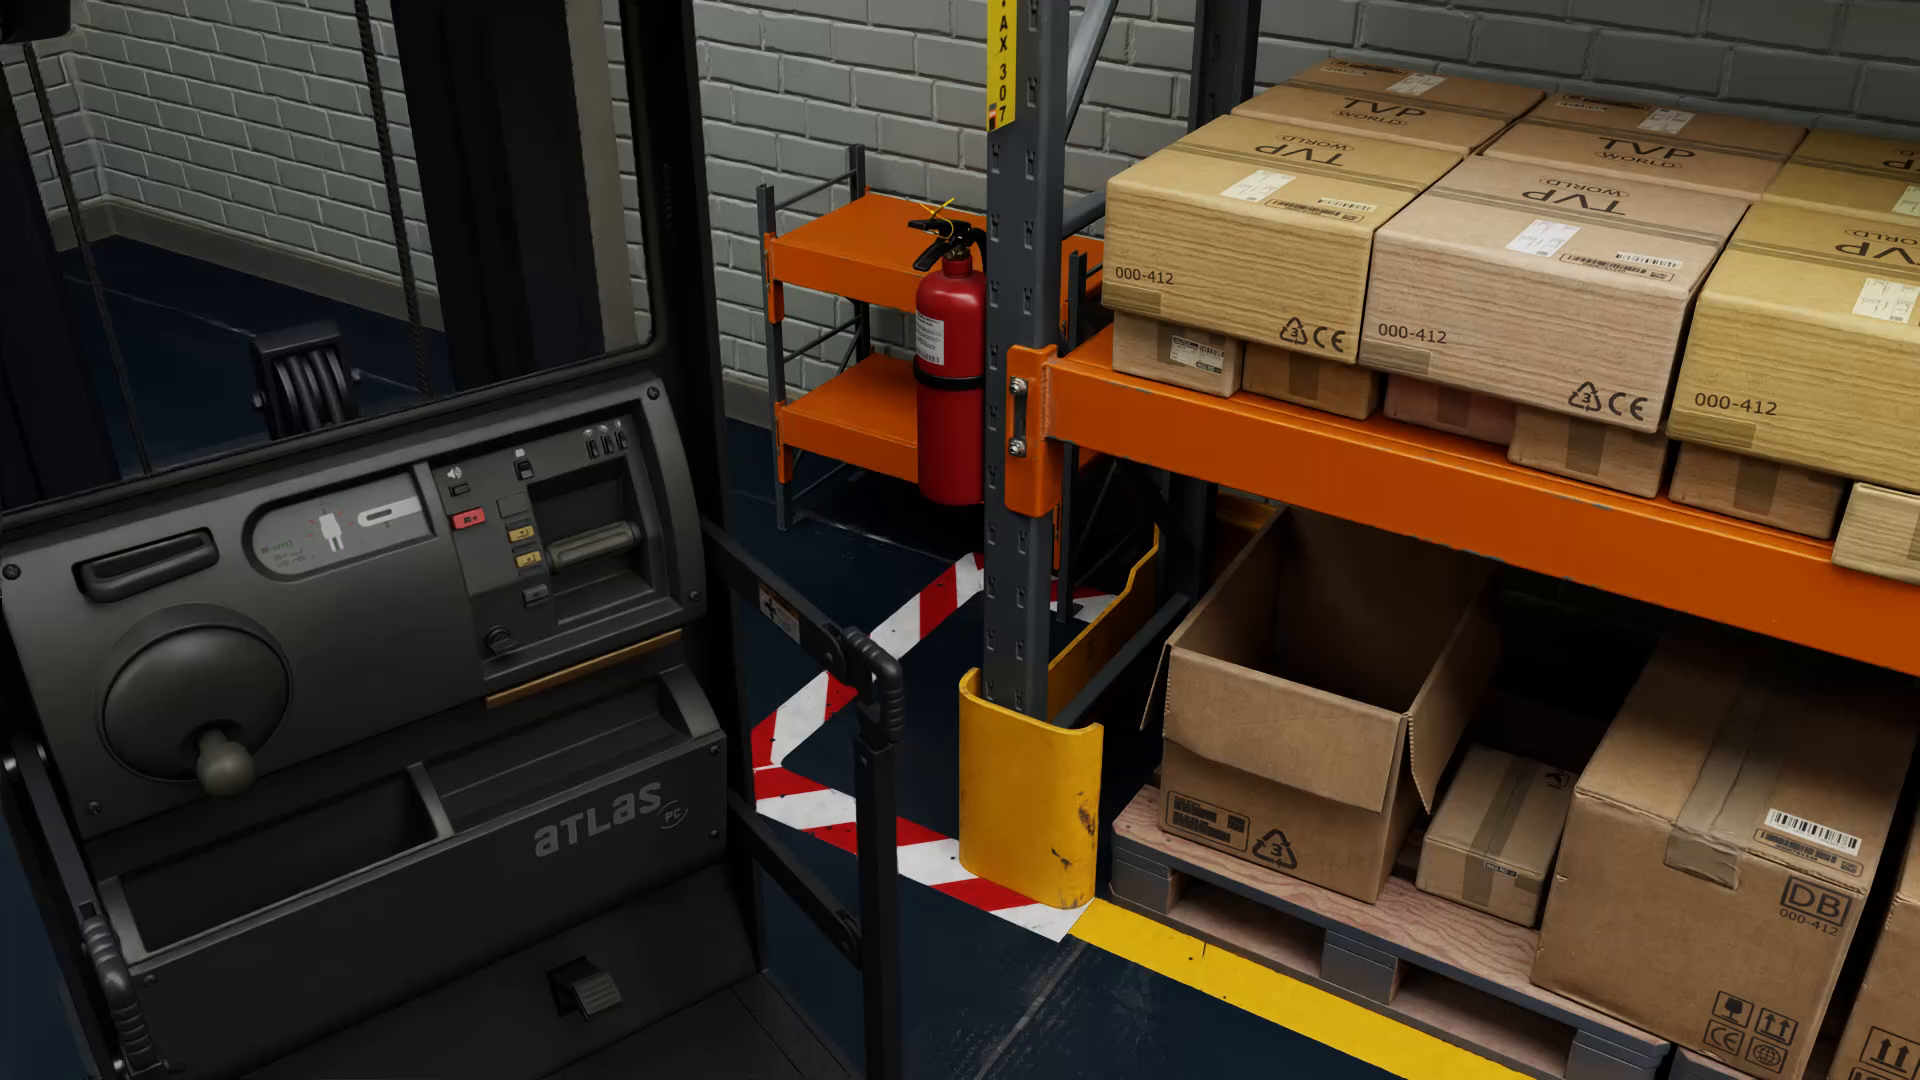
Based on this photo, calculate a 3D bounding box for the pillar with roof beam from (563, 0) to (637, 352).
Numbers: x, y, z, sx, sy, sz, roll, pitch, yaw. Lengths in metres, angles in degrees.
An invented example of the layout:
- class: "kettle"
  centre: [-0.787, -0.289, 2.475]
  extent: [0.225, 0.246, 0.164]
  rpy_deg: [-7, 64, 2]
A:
- class: "pillar with roof beam"
  centre: [-3.728, -2.614, 0.801]
  extent: [0.400, 9.000, 9.100]
  rpy_deg: [18, 35, 27]

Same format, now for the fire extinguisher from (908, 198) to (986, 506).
- class: "fire extinguisher"
  centre: [-0.005, -0.401, 3.408]
  extent: [0.183, 0.674, 0.296]
  rpy_deg: [18, 35, 27]

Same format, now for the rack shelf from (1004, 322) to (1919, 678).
- class: "rack shelf"
  centre: [2.059, 0.093, 2.828]
  extent: [4.000, 0.370, 1.077]
  rpy_deg: [18, 35, 27]

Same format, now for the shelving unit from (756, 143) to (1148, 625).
- class: "shelving unit"
  centre: [-0.006, -0.487, 4.968]
  extent: [1.048, 1.125, 0.538]
  rpy_deg: [17, 35, 27]

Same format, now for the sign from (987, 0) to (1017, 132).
- class: "sign"
  centre: [0.076, -0.896, 2.950]
  extent: [0.005, 0.325, 0.100]
  rpy_deg: [18, 35, 27]

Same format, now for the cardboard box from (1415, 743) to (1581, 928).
- class: "cardboard box"
  centre: [1.172, 0.631, 3.604]
  extent: [0.250, 0.149, 0.380]
  rpy_deg: [16, 34, 25]

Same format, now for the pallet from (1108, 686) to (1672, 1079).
- class: "pallet"
  centre: [1.105, 0.685, 3.867]
  extent: [1.213, 0.211, 1.003]
  rpy_deg: [18, 35, 27]

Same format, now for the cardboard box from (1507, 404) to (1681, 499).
- class: "cardboard box"
  centre: [1.160, -0.242, 2.938]
  extent: [0.250, 0.149, 0.380]
  rpy_deg: [19, 35, 29]

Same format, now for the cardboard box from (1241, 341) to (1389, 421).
- class: "cardboard box"
  centre: [0.737, -0.392, 3.194]
  extent: [0.250, 0.149, 0.380]
  rpy_deg: [18, 35, 29]

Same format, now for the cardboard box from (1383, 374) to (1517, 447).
- class: "cardboard box"
  centre: [0.978, -0.336, 3.098]
  extent: [0.250, 0.149, 0.380]
  rpy_deg: [17, 34, 27]

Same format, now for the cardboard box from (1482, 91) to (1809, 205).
- class: "cardboard box"
  centre: [1.332, -0.669, 3.273]
  extent: [0.500, 0.250, 0.500]
  rpy_deg: [18, 35, 27]

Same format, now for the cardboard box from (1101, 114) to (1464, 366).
- class: "cardboard box"
  centre: [0.606, -0.581, 3.122]
  extent: [0.500, 0.250, 0.500]
  rpy_deg: [18, 35, 28]

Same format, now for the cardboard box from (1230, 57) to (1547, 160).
- class: "cardboard box"
  centre: [0.896, -0.807, 3.511]
  extent: [0.500, 0.250, 0.500]
  rpy_deg: [19, 35, 29]

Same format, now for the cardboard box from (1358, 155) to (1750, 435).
- class: "cardboard box"
  centre: [1.033, -0.446, 2.891]
  extent: [0.500, 0.250, 0.500]
  rpy_deg: [18, 35, 28]

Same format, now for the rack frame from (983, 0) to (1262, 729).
- class: "rack frame"
  centre: [0.365, -0.754, 3.565]
  extent: [0.127, 3.000, 1.000]
  rpy_deg: [18, 35, 27]

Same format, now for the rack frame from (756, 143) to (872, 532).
- class: "rack frame"
  centre: [-0.437, -0.623, 5.201]
  extent: [0.032, 1.125, 0.500]
  rpy_deg: [17, 35, 27]

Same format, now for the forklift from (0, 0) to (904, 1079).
- class: "forklift"
  centre: [-0.680, 0.096, 2.176]
  extent: [1.130, 2.935, 3.031]
  rpy_deg: [-20, 36, -31]

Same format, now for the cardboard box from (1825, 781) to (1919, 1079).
- class: "cardboard box"
  centre: [1.930, 0.779, 3.002]
  extent: [0.500, 0.500, 0.500]
  rpy_deg: [18, 35, 28]

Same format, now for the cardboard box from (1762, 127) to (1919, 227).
- class: "cardboard box"
  centre: [1.749, -0.534, 3.042]
  extent: [0.500, 0.250, 0.500]
  rpy_deg: [19, 35, 29]

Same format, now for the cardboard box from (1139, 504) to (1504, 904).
- class: "cardboard box"
  centre: [0.832, 0.348, 3.738]
  extent: [0.637, 0.503, 0.797]
  rpy_deg: [16, 34, 25]

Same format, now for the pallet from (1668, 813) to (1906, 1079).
- class: "pallet"
  centre: [2.134, 1.012, 3.306]
  extent: [1.213, 0.211, 1.003]
  rpy_deg: [18, 35, 27]

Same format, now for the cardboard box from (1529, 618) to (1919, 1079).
- class: "cardboard box"
  centre: [1.536, 0.595, 3.318]
  extent: [0.500, 0.500, 0.700]
  rpy_deg: [19, 35, 29]

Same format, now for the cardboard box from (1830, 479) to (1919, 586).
- class: "cardboard box"
  centre: [1.562, -0.074, 2.649]
  extent: [0.250, 0.149, 0.380]
  rpy_deg: [17, 34, 26]

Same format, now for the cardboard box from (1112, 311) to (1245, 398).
- class: "cardboard box"
  centre: [0.497, -0.440, 3.277]
  extent: [0.250, 0.149, 0.380]
  rpy_deg: [17, 34, 27]

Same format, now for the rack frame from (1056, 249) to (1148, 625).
- class: "rack frame"
  centre: [0.425, -0.351, 4.736]
  extent: [0.032, 1.125, 0.500]
  rpy_deg: [17, 35, 27]

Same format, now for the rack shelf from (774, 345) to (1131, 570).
- class: "rack shelf"
  centre: [-0.006, -0.276, 5.092]
  extent: [1.000, 0.278, 0.538]
  rpy_deg: [17, 35, 27]

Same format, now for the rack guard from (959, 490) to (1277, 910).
- class: "rack guard"
  centre: [0.429, 0.347, 4.160]
  extent: [0.348, 0.500, 1.175]
  rpy_deg: [18, 35, 27]

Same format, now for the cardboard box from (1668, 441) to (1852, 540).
- class: "cardboard box"
  centre: [1.388, -0.173, 2.820]
  extent: [0.250, 0.149, 0.380]
  rpy_deg: [18, 35, 28]

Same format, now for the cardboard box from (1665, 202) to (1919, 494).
- class: "cardboard box"
  centre: [1.464, -0.311, 2.661]
  extent: [0.500, 0.250, 0.500]
  rpy_deg: [17, 34, 26]

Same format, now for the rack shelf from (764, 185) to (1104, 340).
- class: "rack shelf"
  centre: [-0.006, -0.740, 4.821]
  extent: [1.000, 0.278, 0.538]
  rpy_deg: [17, 35, 27]
